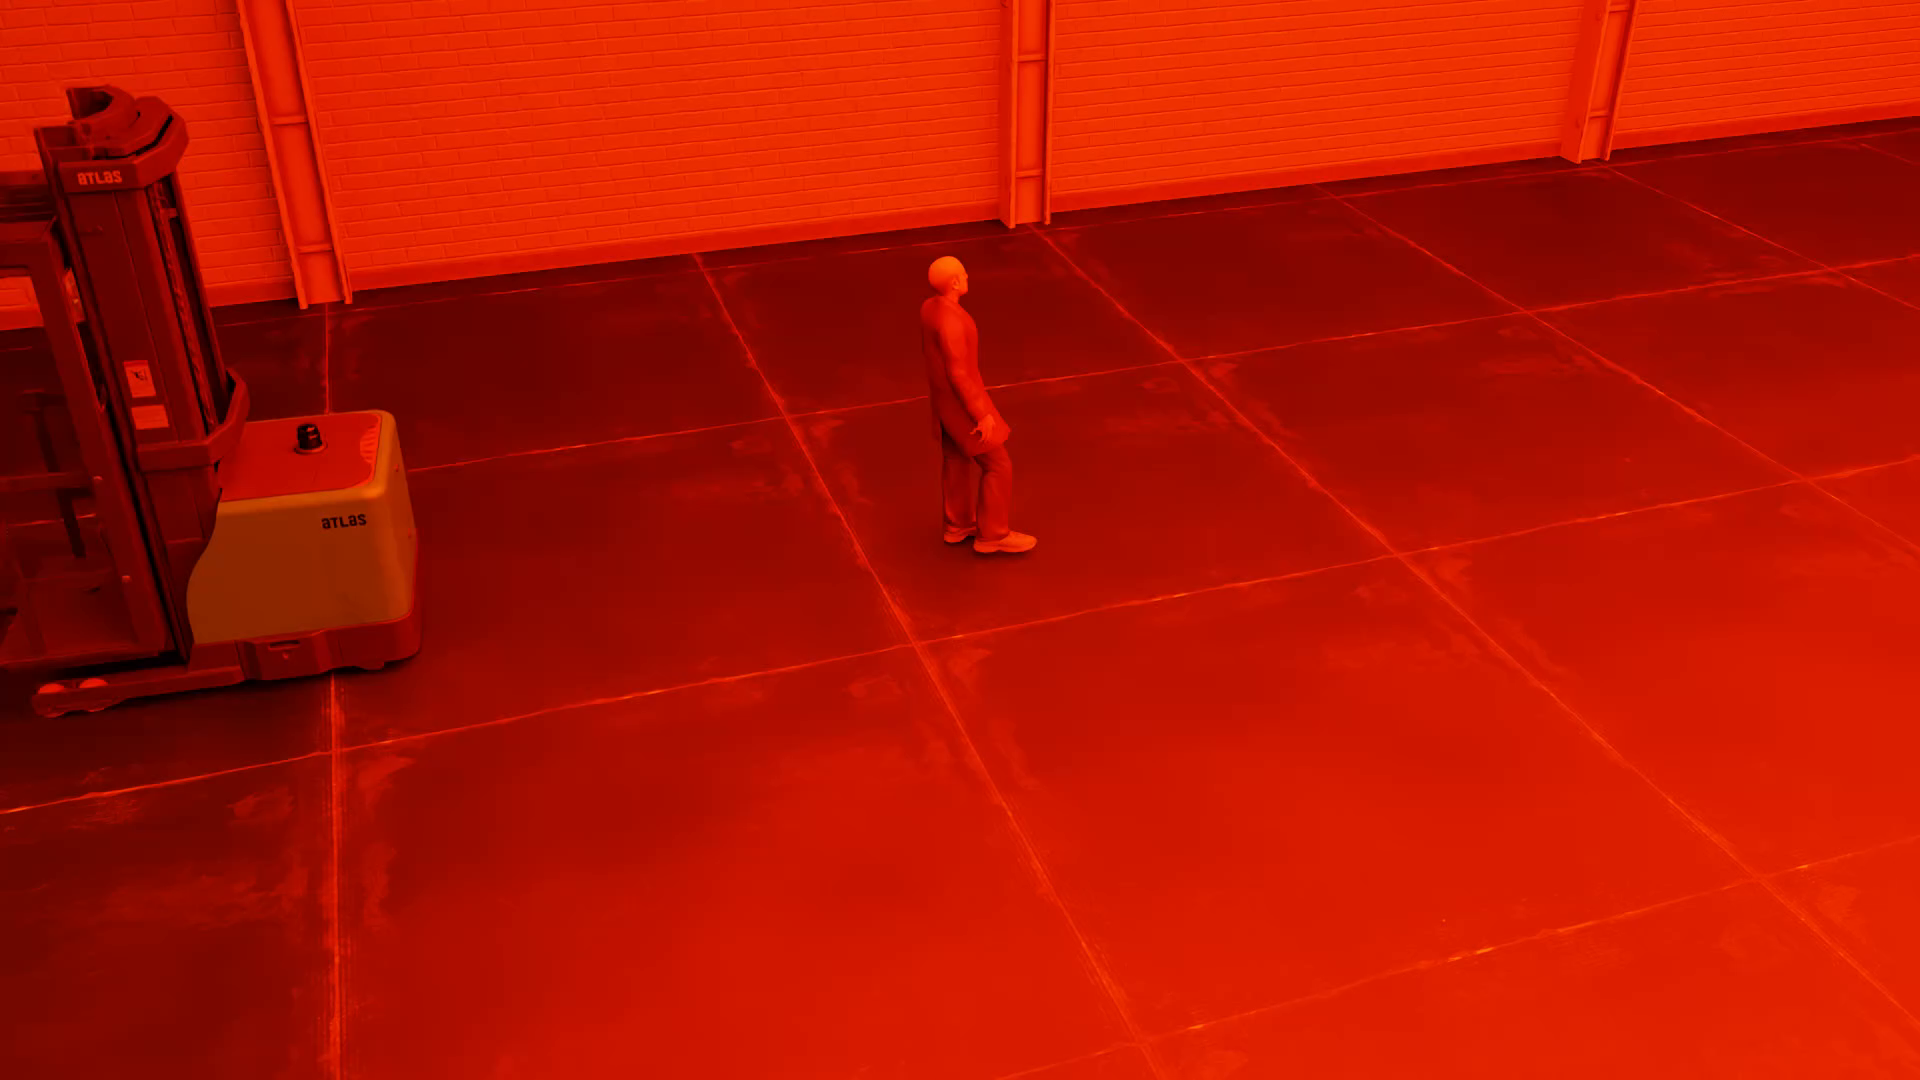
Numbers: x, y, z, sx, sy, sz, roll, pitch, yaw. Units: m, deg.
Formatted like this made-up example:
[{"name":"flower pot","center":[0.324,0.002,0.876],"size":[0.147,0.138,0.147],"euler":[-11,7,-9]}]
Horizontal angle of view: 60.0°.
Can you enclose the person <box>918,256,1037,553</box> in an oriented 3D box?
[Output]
[{"name":"person","center":[0.088,-0.789,9.600],"size":[0.583,1.775,0.696],"euler":[-10,31,-16]}]

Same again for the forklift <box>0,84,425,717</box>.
[{"name":"forklift","center":[-4.458,-0.661,8.235],"size":[3.031,2.935,1.130],"euler":[-7,31,-12]}]
